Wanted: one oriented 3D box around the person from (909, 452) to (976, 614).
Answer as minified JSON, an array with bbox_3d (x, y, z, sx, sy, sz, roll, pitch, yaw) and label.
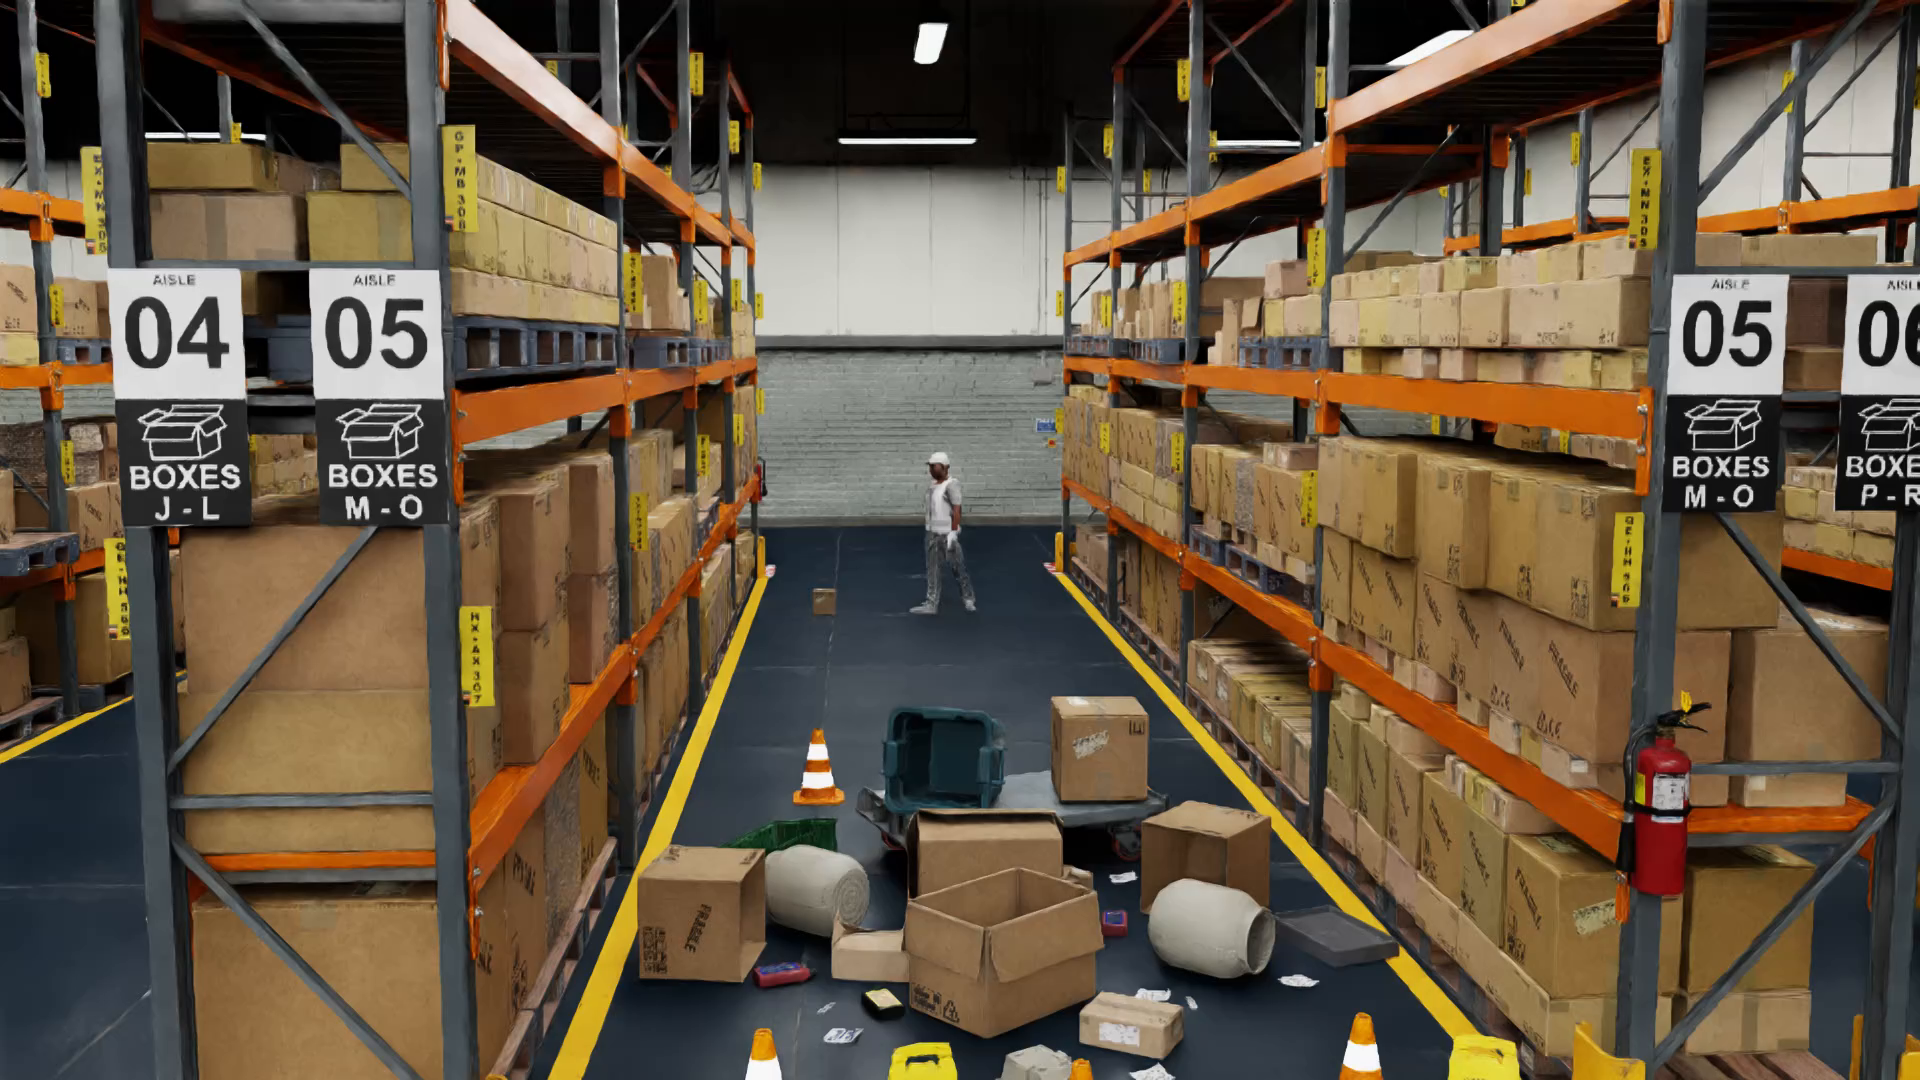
[{"bbox_3d":[-0.195,-0.077,18.287,0.659,1.781,0.706,-5,9,-37],"label":"person"}]
